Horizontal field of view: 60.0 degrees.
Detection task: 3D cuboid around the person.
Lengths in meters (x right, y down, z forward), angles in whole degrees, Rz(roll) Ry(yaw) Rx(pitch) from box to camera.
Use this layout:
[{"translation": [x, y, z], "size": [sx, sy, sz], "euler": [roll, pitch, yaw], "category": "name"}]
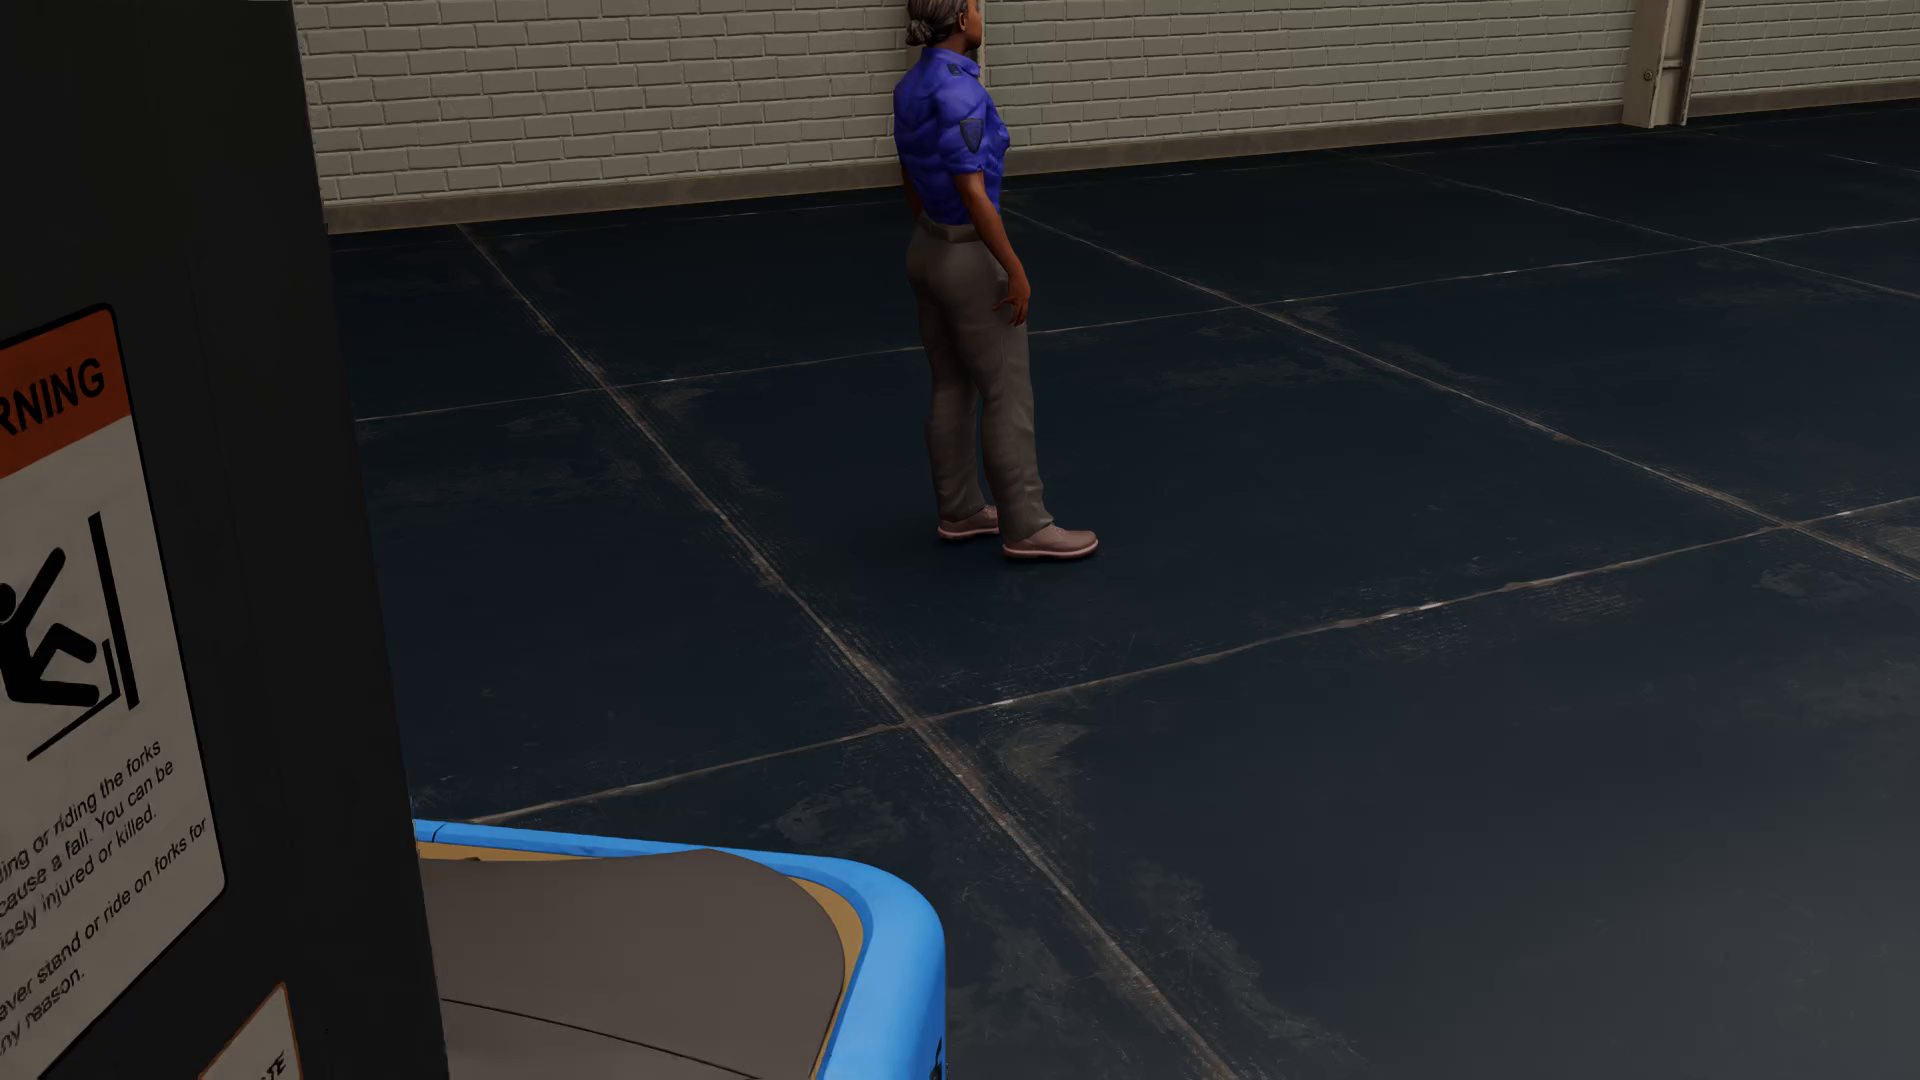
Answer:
[{"translation": [0.088, -0.778, 4.804], "size": [0.503, 1.656, 0.569], "euler": [-10, 25, -23], "category": "person"}]
